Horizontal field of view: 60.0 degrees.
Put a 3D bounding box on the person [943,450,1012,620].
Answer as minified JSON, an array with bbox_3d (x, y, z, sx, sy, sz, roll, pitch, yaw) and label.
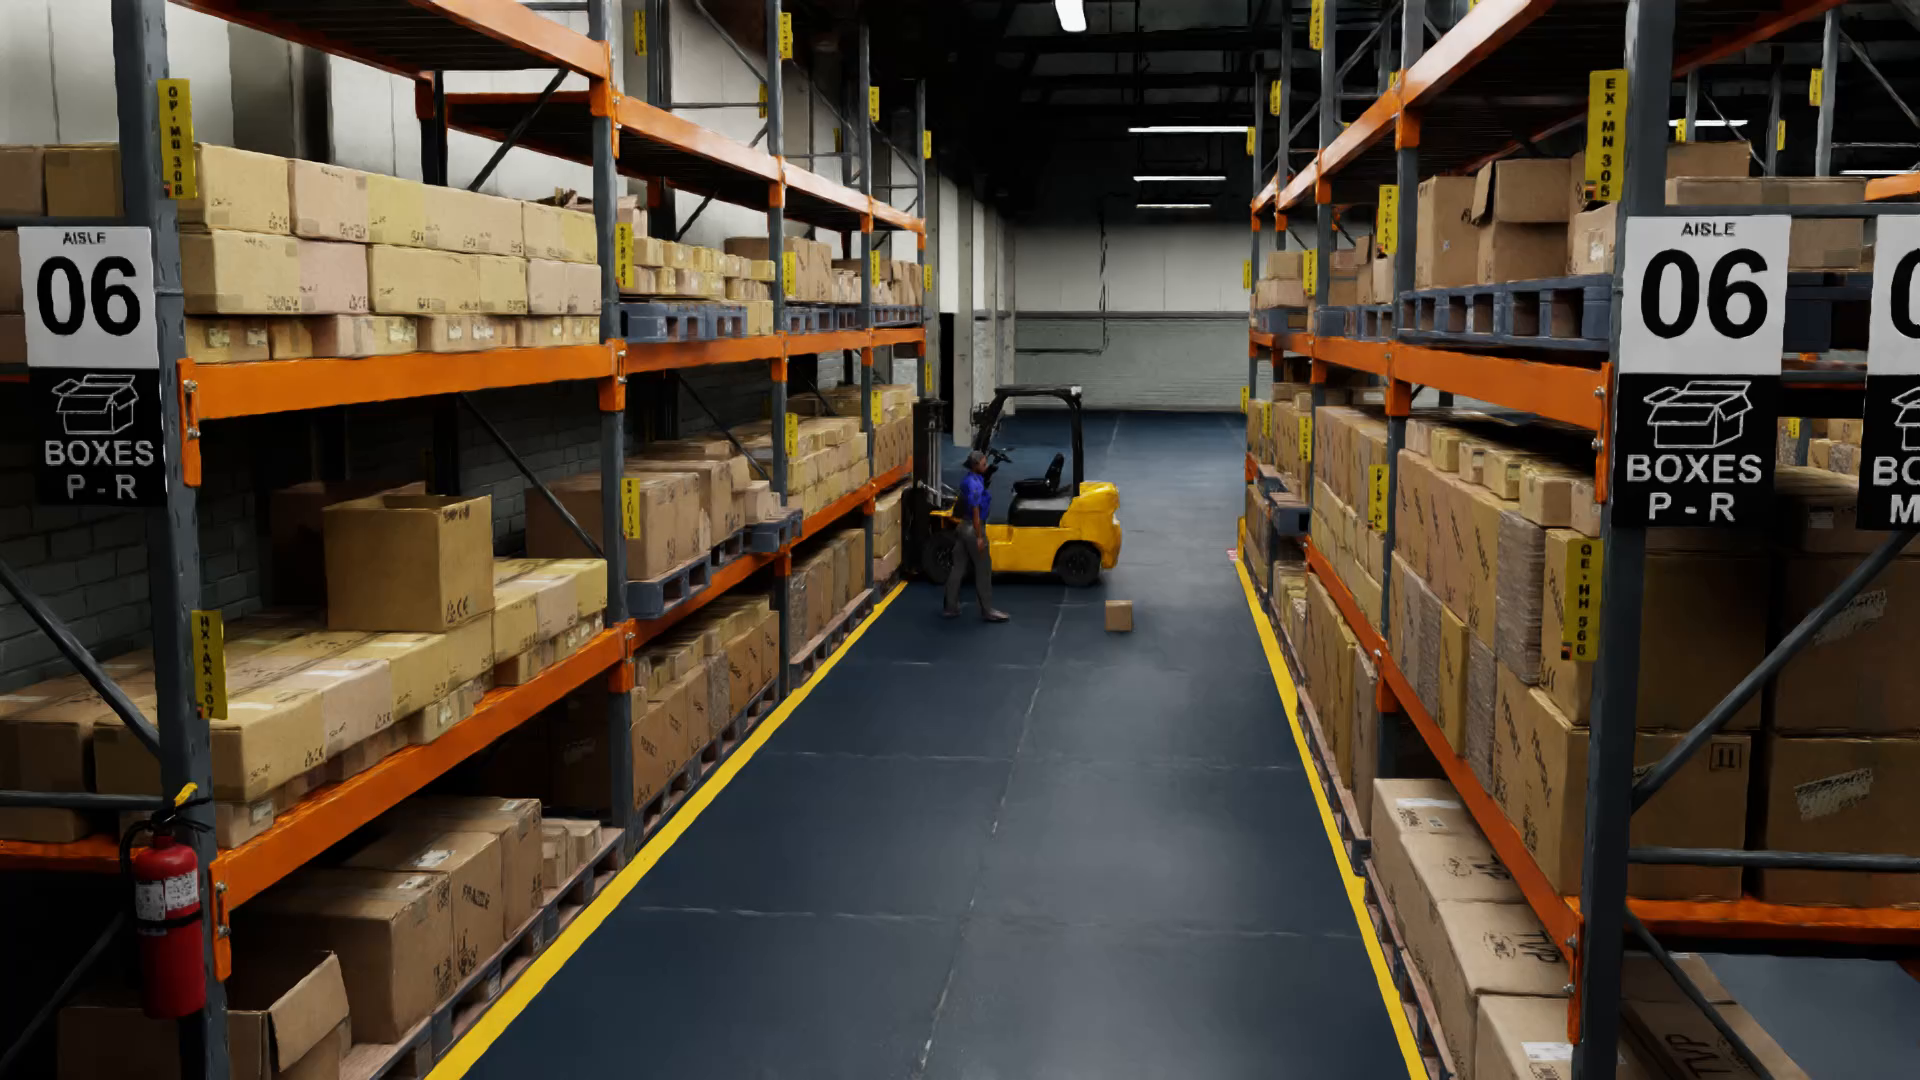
[{"bbox_3d":[0.164,-0.057,16.161,0.611,1.643,0.600,-2,8,-17],"label":"person"}]
